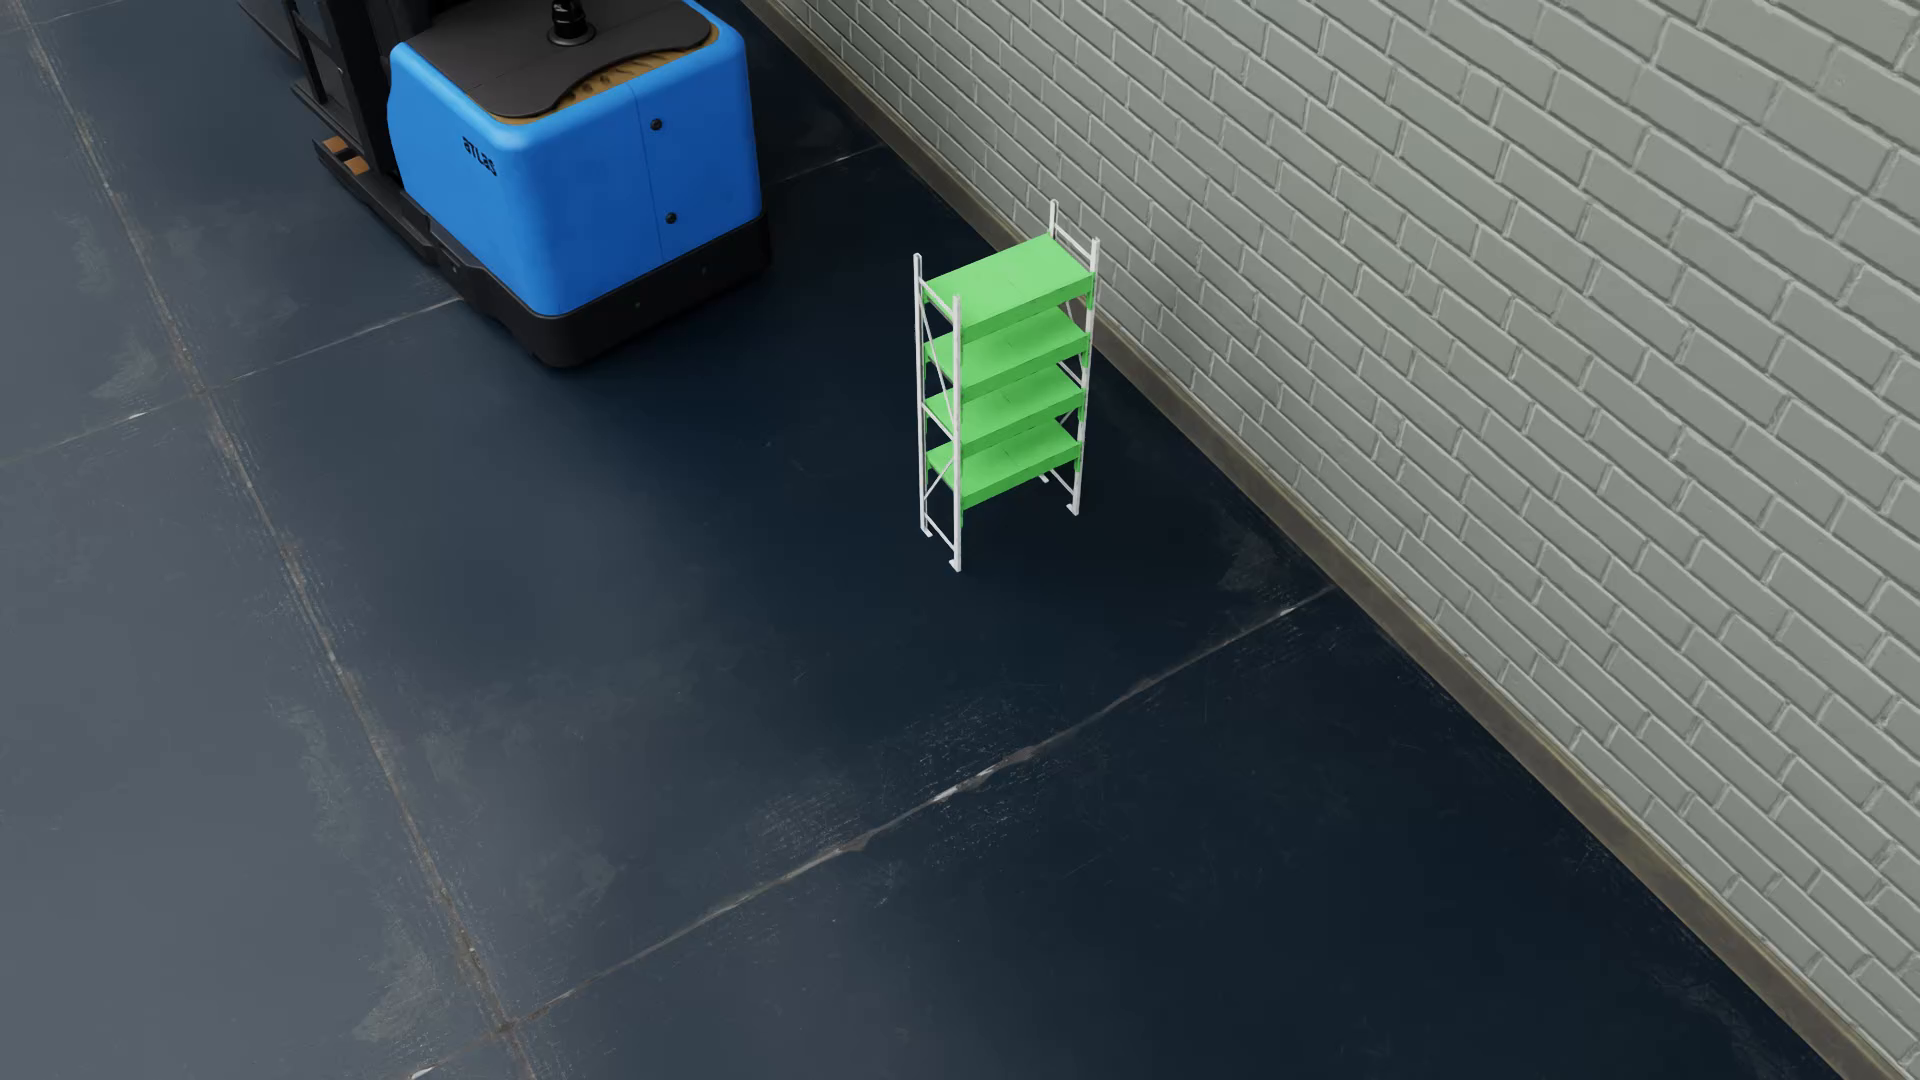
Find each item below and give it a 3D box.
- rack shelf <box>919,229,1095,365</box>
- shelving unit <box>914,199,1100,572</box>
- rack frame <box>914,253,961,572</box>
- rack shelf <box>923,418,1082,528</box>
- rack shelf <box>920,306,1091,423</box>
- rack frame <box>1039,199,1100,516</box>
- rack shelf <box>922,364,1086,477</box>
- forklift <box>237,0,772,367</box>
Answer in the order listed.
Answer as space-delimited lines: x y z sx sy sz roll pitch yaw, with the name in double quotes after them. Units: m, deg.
0.140 -0.742 5.050 0.480 0.148 0.258 -25 53 -21 "rack shelf"
0.140 -0.465 5.361 0.503 1.200 0.258 -25 53 -21 "shelving unit"
-0.066 -0.368 5.274 0.015 1.200 0.240 -25 53 -21 "rack frame"
0.140 -0.263 5.588 0.480 0.148 0.258 -25 53 -21 "rack shelf"
0.140 -0.582 5.229 0.480 0.148 0.258 -25 53 -21 "rack shelf"
0.346 -0.562 5.447 0.015 1.200 0.240 -25 53 -21 "rack frame"
0.140 -0.422 5.408 0.480 0.148 0.258 -25 53 -21 "rack shelf"
-2.099 -2.650 6.147 1.130 2.935 3.031 -33 56 -26 "forklift"
